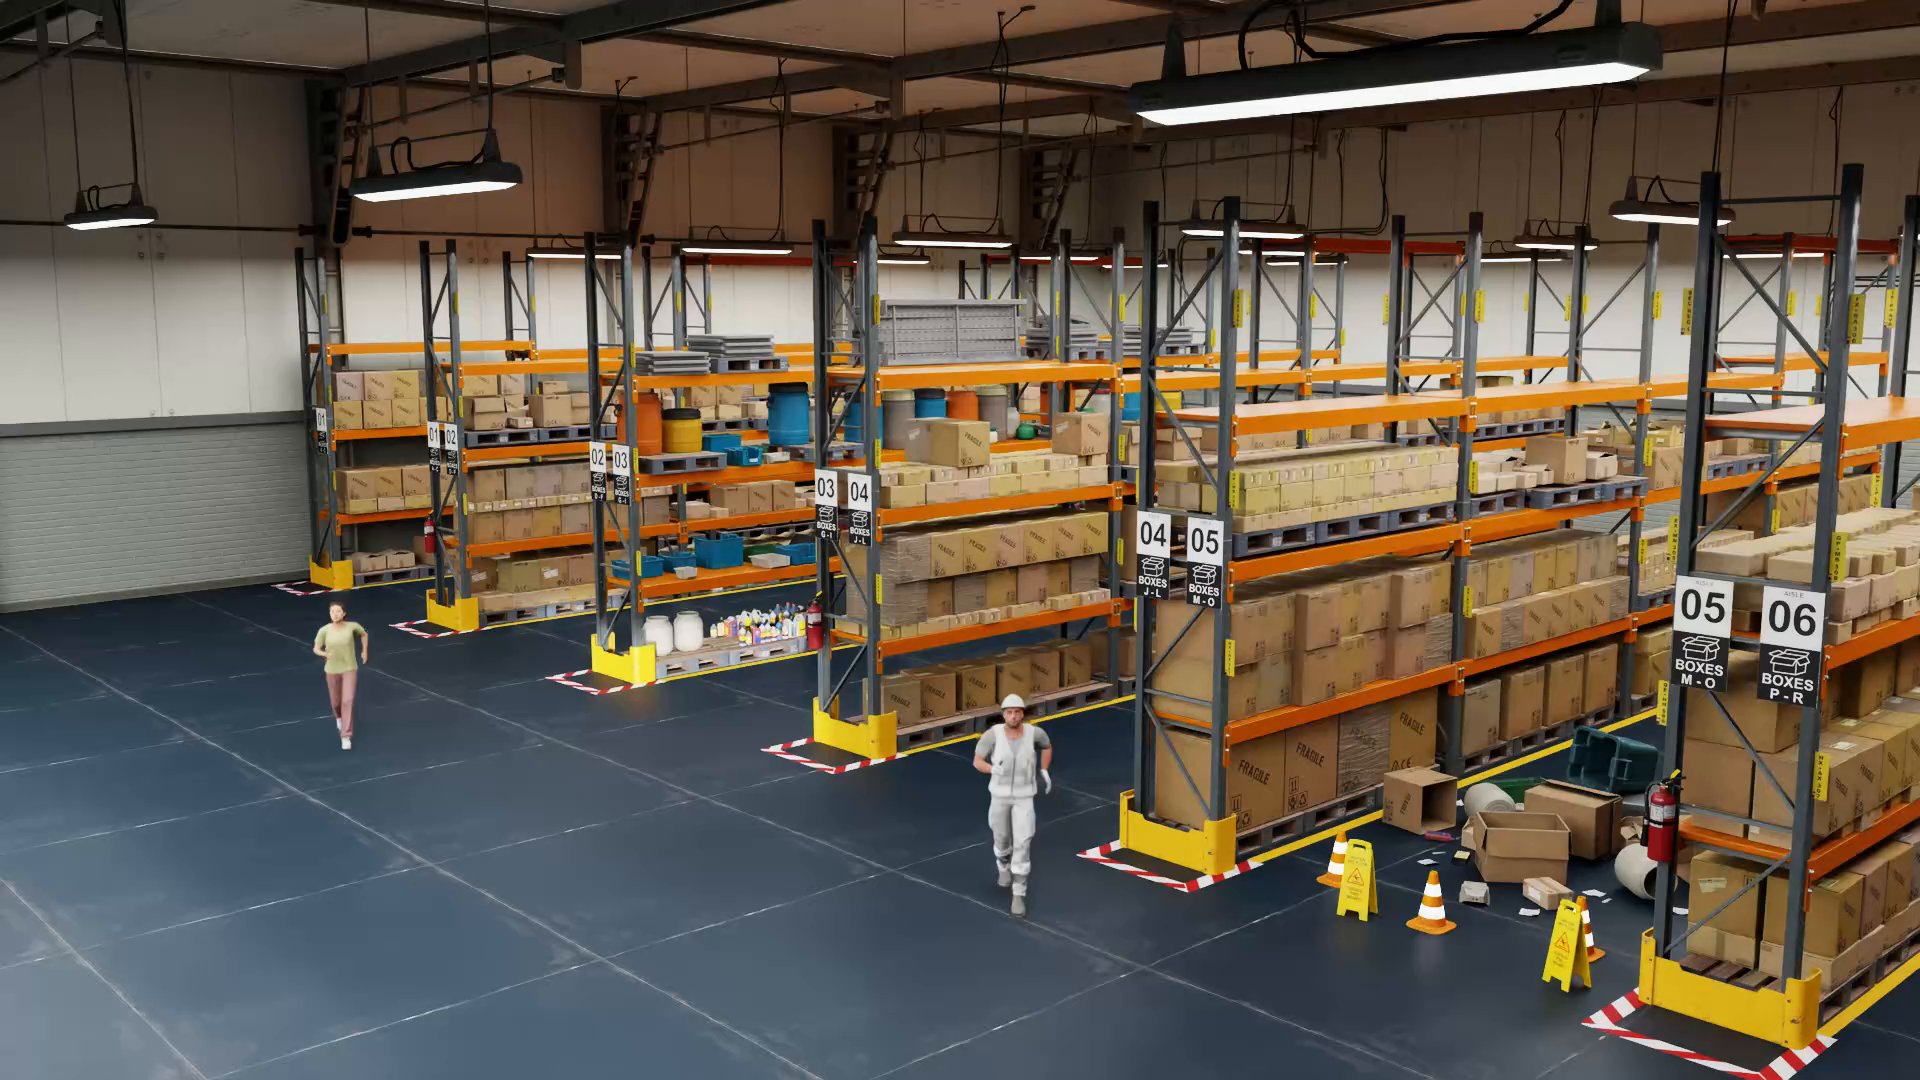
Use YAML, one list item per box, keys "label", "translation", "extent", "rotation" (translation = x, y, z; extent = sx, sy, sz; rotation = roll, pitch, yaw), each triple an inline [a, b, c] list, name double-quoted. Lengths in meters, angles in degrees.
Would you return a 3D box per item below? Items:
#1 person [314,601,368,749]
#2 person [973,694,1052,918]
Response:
- label: "person"
  translation: [-7.149, 1.516, 19.218]
  extent: [0.588, 1.626, 1.053]
  rotation: [-2, 9, -16]
- label: "person"
  translation: [0.443, 2.192, 14.149]
  extent: [0.662, 1.809, 0.872]
  rotation: [1, 8, 5]
